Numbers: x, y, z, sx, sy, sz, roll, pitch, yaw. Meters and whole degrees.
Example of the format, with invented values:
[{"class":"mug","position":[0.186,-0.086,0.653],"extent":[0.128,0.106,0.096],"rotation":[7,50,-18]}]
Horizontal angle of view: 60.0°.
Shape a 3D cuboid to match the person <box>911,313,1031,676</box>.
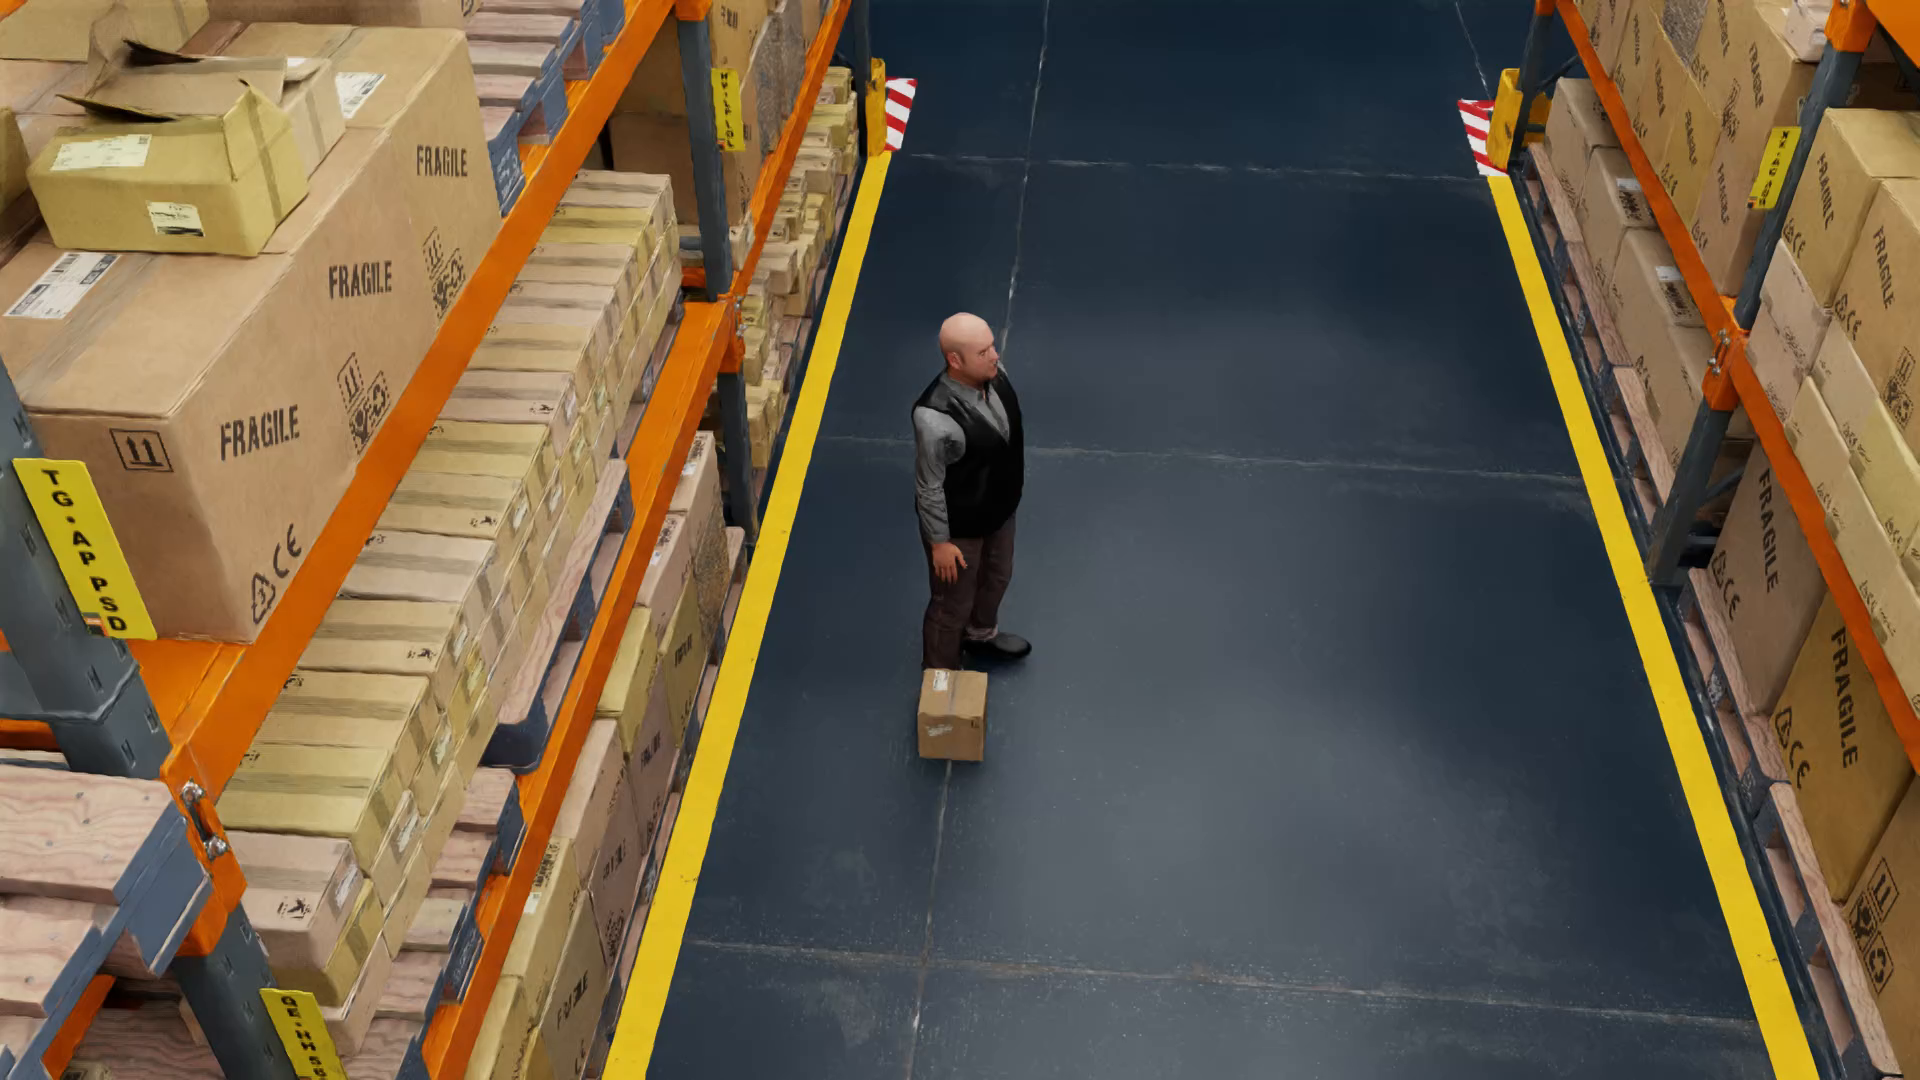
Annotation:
[{"class":"person","position":[0.038,-0.103,6.269],"extent":[0.358,1.726,0.567],"rotation":[20,44,22]}]
